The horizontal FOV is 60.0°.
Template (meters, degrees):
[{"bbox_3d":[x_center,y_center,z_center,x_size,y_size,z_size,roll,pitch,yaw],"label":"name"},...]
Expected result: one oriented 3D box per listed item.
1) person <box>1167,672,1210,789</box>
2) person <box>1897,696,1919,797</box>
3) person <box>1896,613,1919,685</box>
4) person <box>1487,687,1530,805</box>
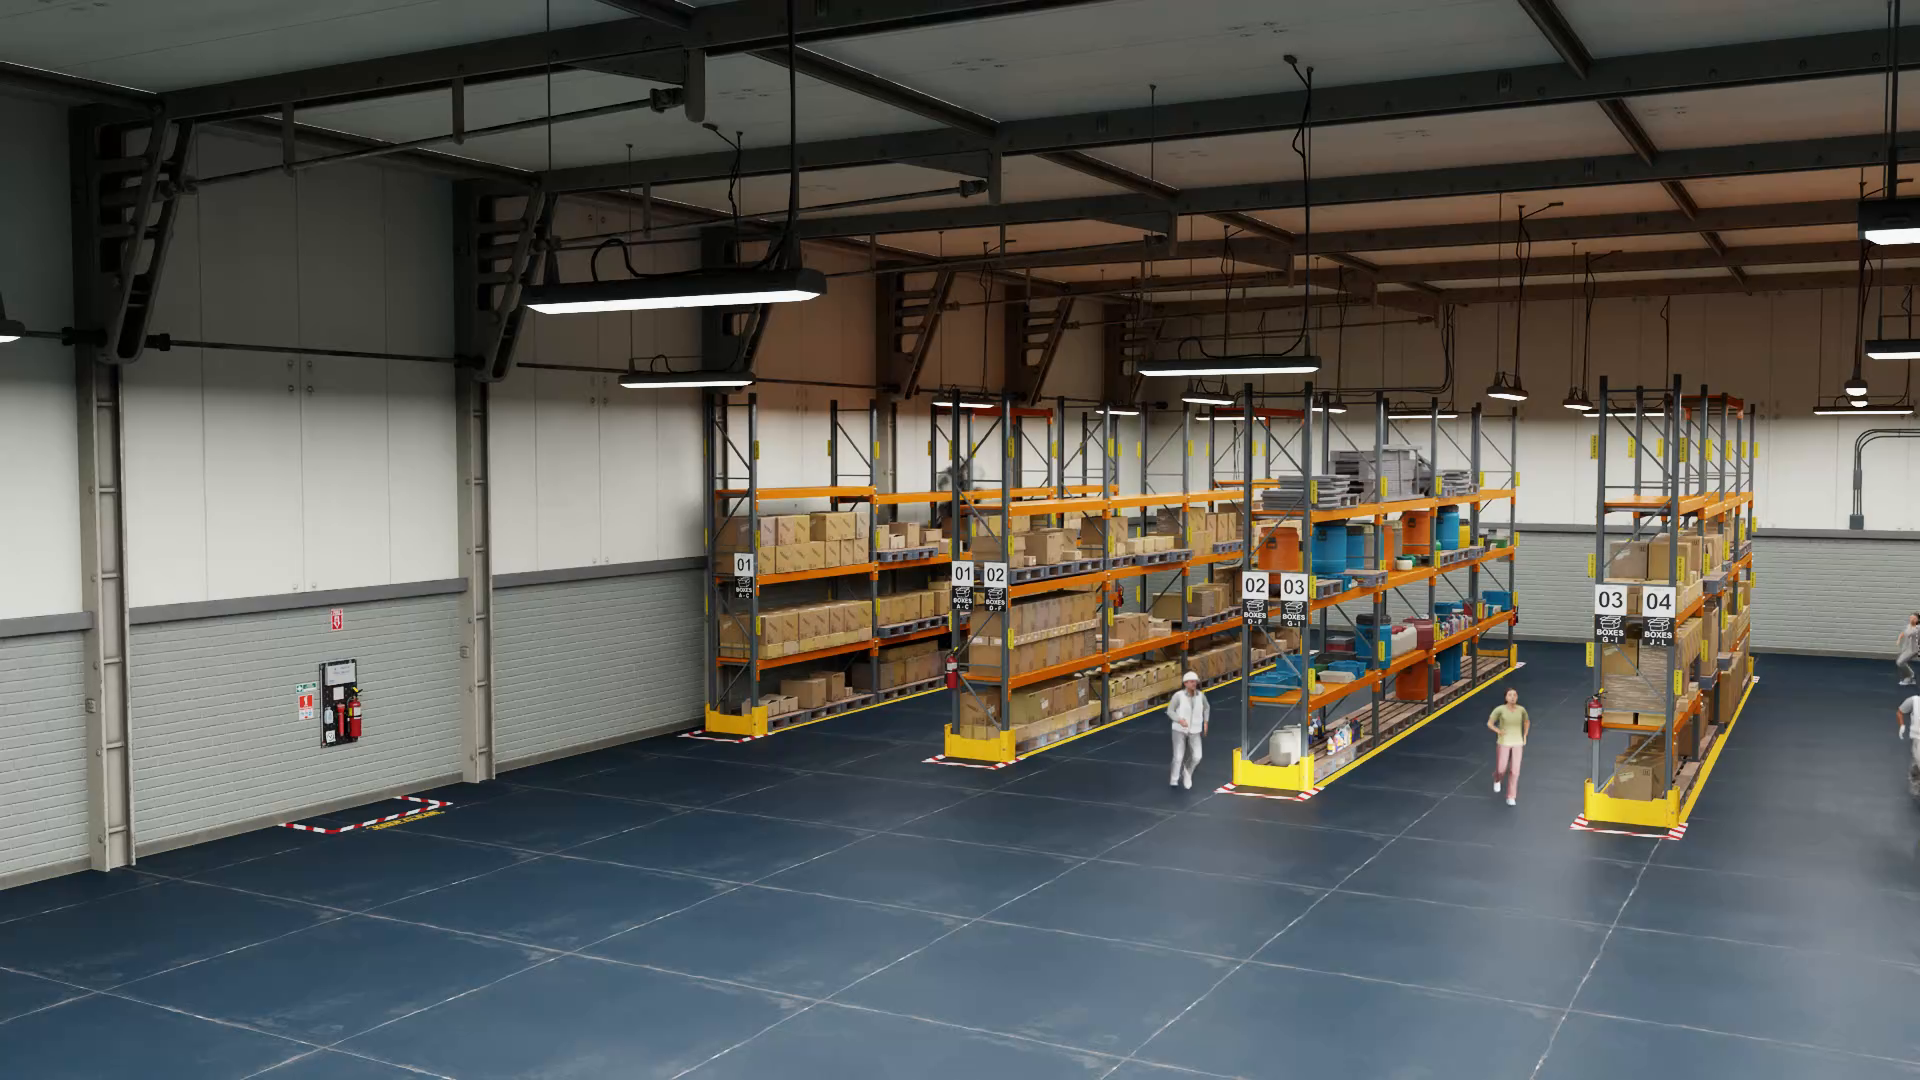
[{"bbox_3d":[3.383,2.806,24.483,0.696,1.742,0.644,0,3,-7],"label":"person"},{"bbox_3d":[13.745,2.838,23.644,0.671,1.739,0.628,1,3,19],"label":"person"},{"bbox_3d":[20.156,2.327,35.247,0.598,1.566,0.710,-1,3,-10],"label":"person"},{"bbox_3d":[7.791,2.900,23.600,0.620,1.643,0.750,0,3,5],"label":"person"}]
